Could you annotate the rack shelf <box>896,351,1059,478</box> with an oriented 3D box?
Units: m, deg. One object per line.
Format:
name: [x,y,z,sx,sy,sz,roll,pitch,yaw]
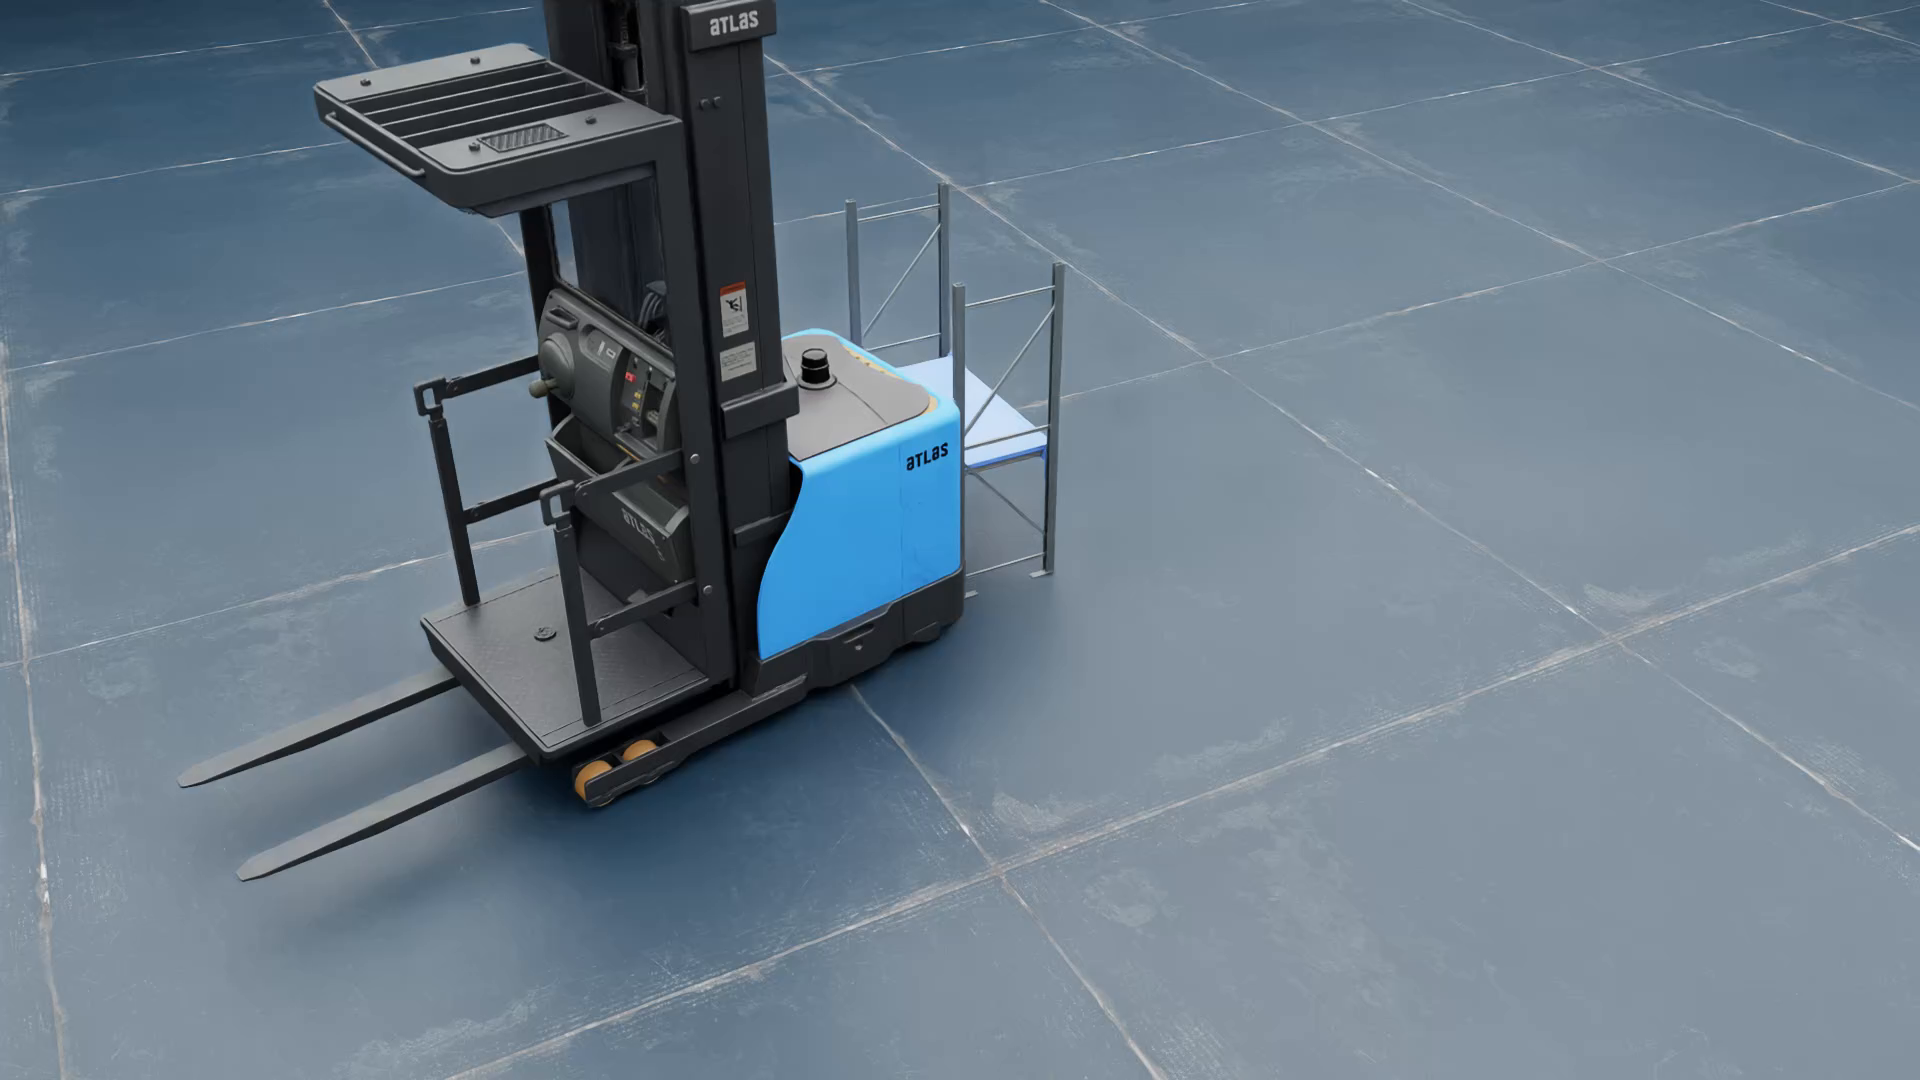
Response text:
rack shelf: [-0.040,-0.521,7.506,0.538,0.185,1.000,-16,36,-23]

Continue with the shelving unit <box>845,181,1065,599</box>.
shelving unit: [-0.040,-0.672,7.409,0.538,1.500,1.048,-16,36,-23]

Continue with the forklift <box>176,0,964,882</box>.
forklift: [-1.444,-0.563,5.912,3.031,2.935,1.130,-24,40,-32]

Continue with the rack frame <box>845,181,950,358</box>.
rack frame: [-0.277,-0.915,7.788,0.500,1.500,0.032,-16,36,-23]

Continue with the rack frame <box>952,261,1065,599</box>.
rack frame: [0.197,-0.430,7.030,0.500,1.500,0.032,-16,36,-23]
